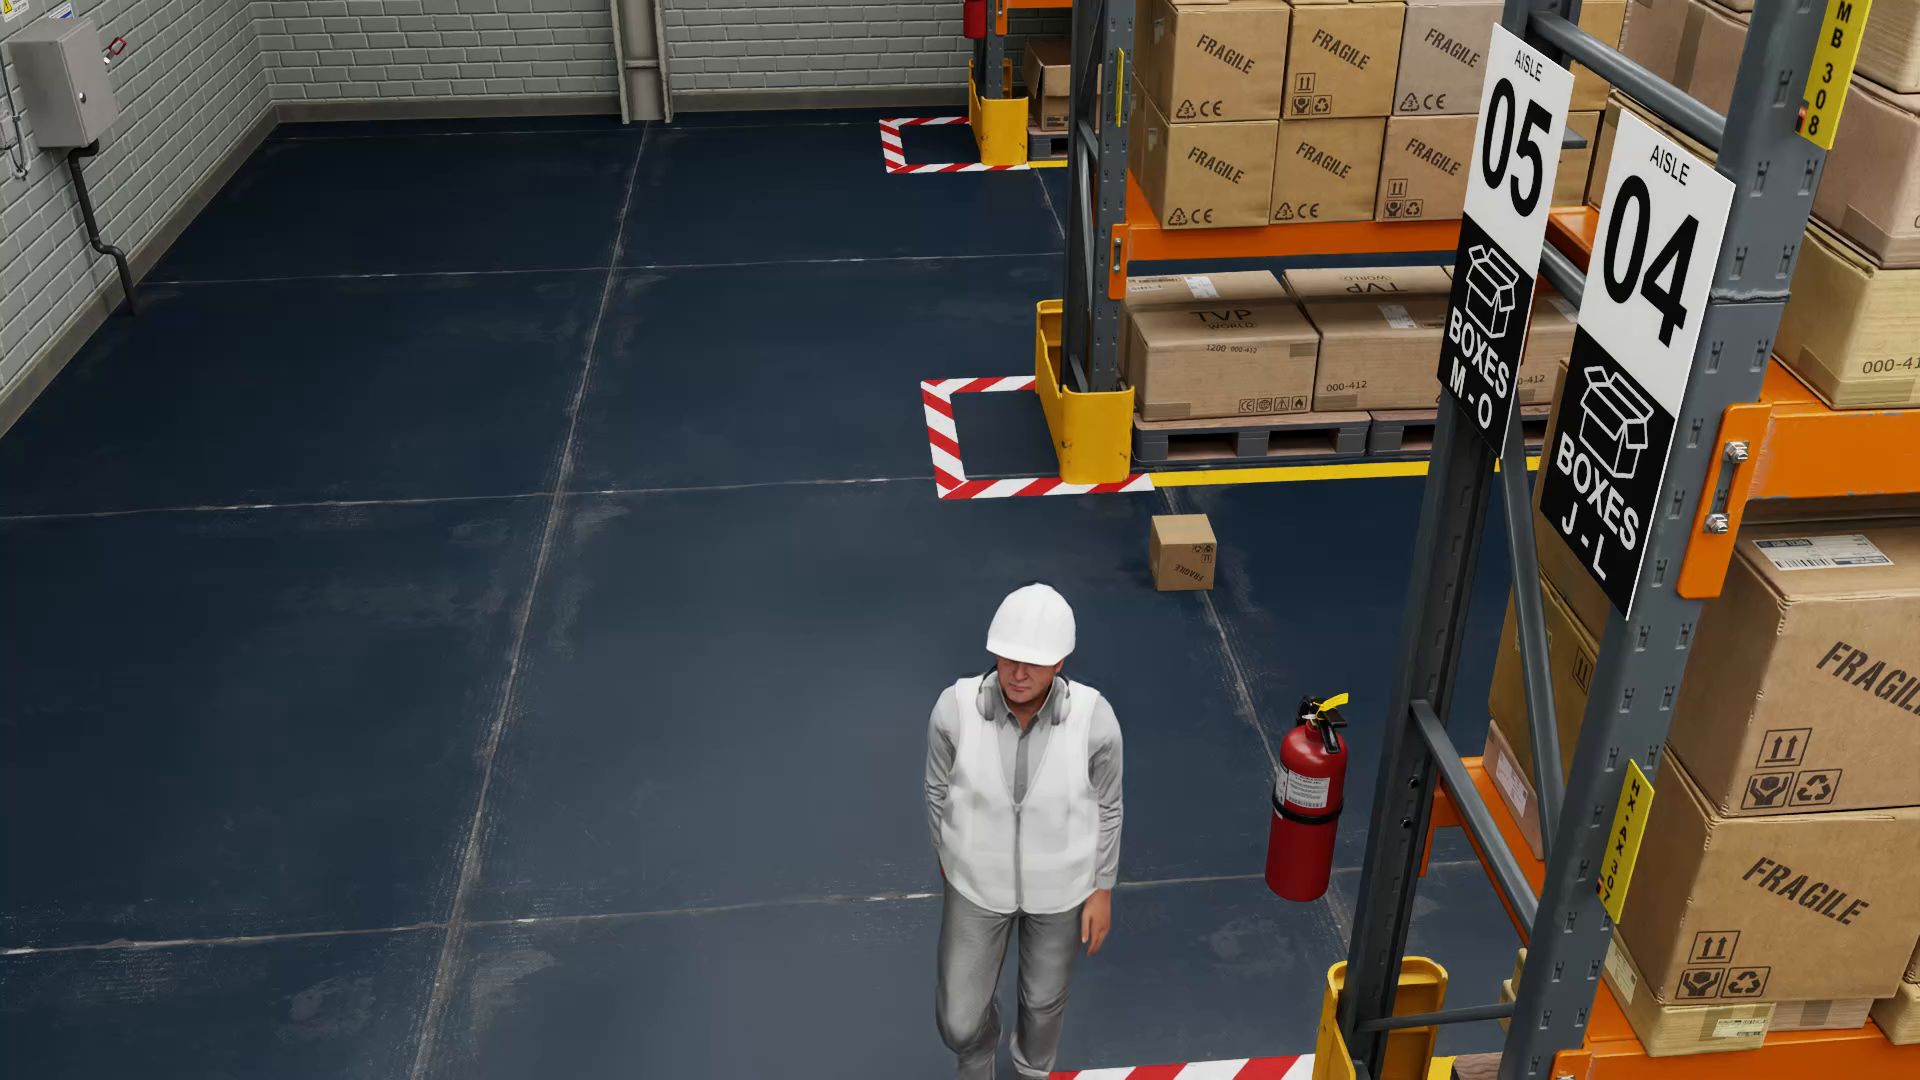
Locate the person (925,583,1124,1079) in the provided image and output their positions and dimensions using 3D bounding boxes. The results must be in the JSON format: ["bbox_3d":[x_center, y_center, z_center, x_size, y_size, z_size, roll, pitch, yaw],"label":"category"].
[{"bbox_3d":[0.164,0.946,4.506,0.536,1.797,0.454,2,31,3],"label":"person"}]
